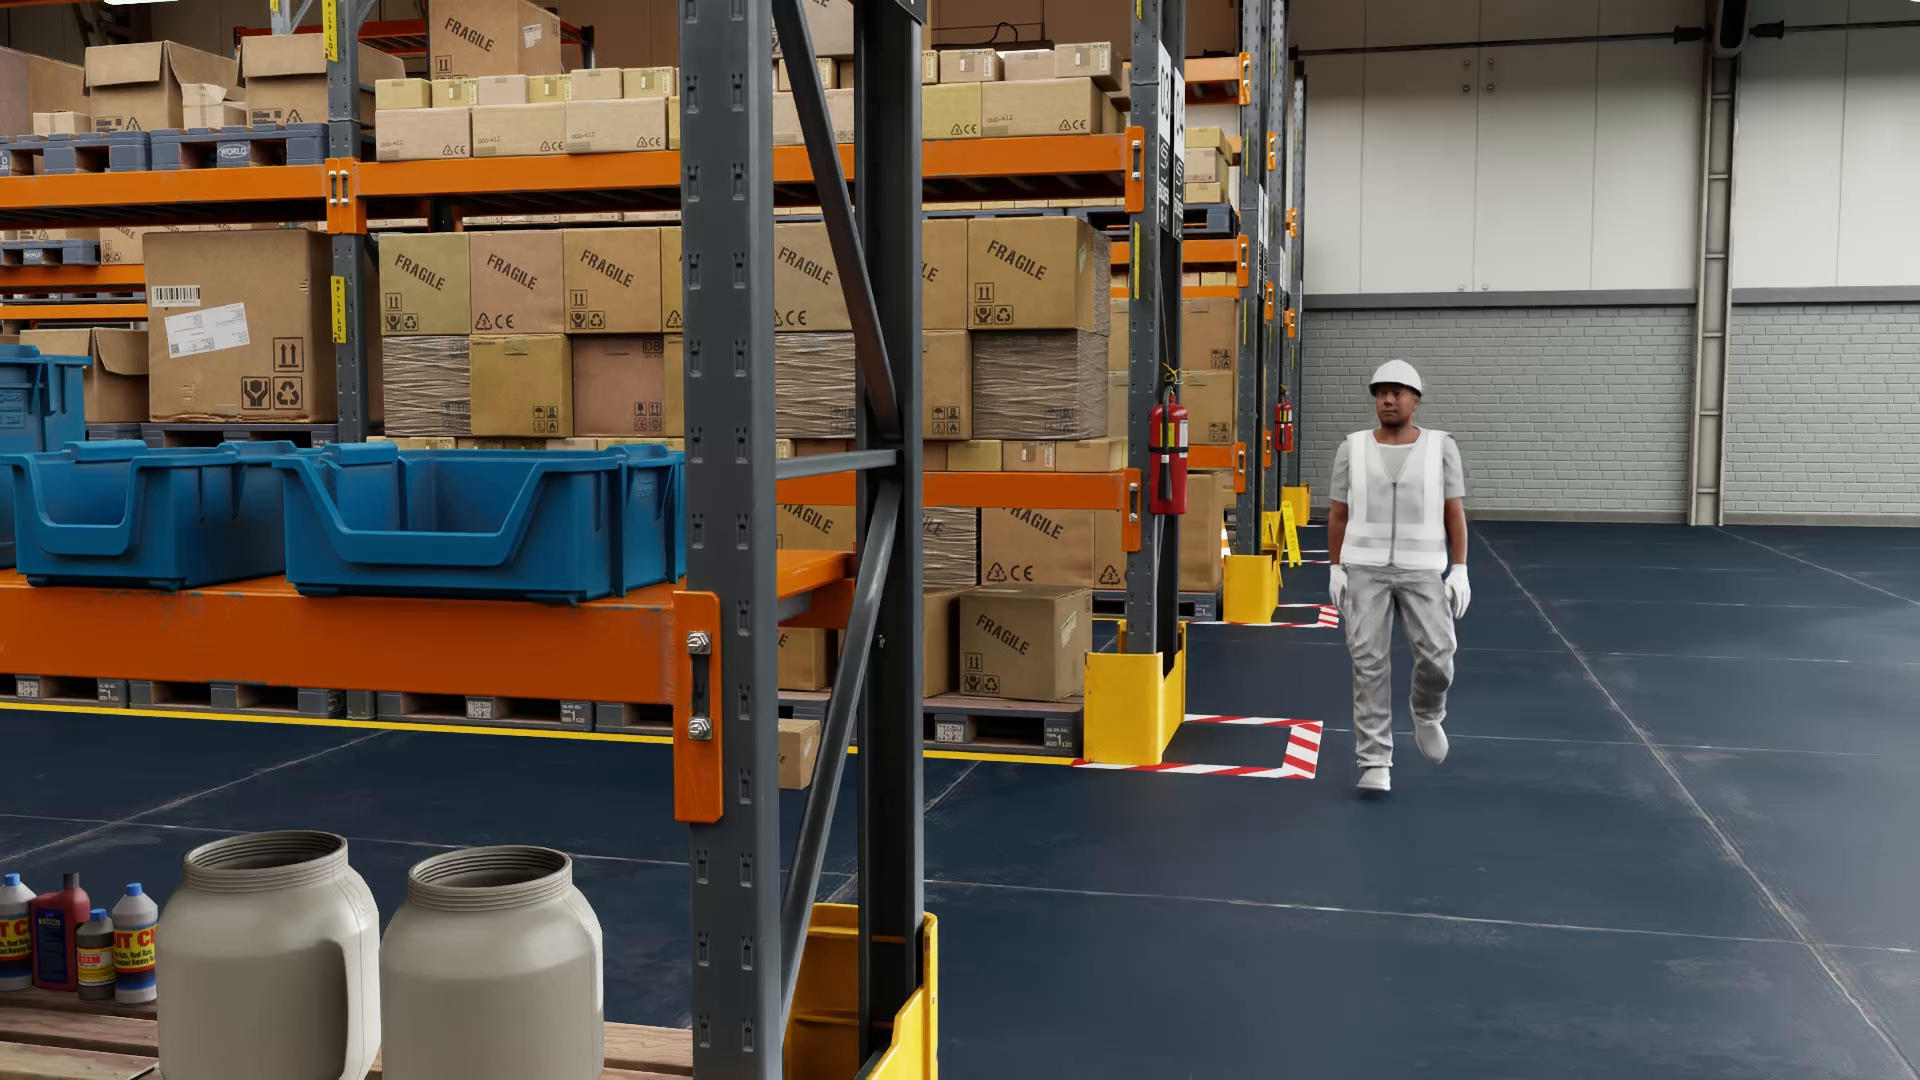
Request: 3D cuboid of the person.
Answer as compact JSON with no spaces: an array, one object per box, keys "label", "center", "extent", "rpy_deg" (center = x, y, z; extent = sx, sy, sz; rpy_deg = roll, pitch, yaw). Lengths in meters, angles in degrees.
[{"label":"person","center":[1.826,0.135,6.939],"extent":[0.582,1.768,0.620],"rpy_deg":[1,5,16]}]
